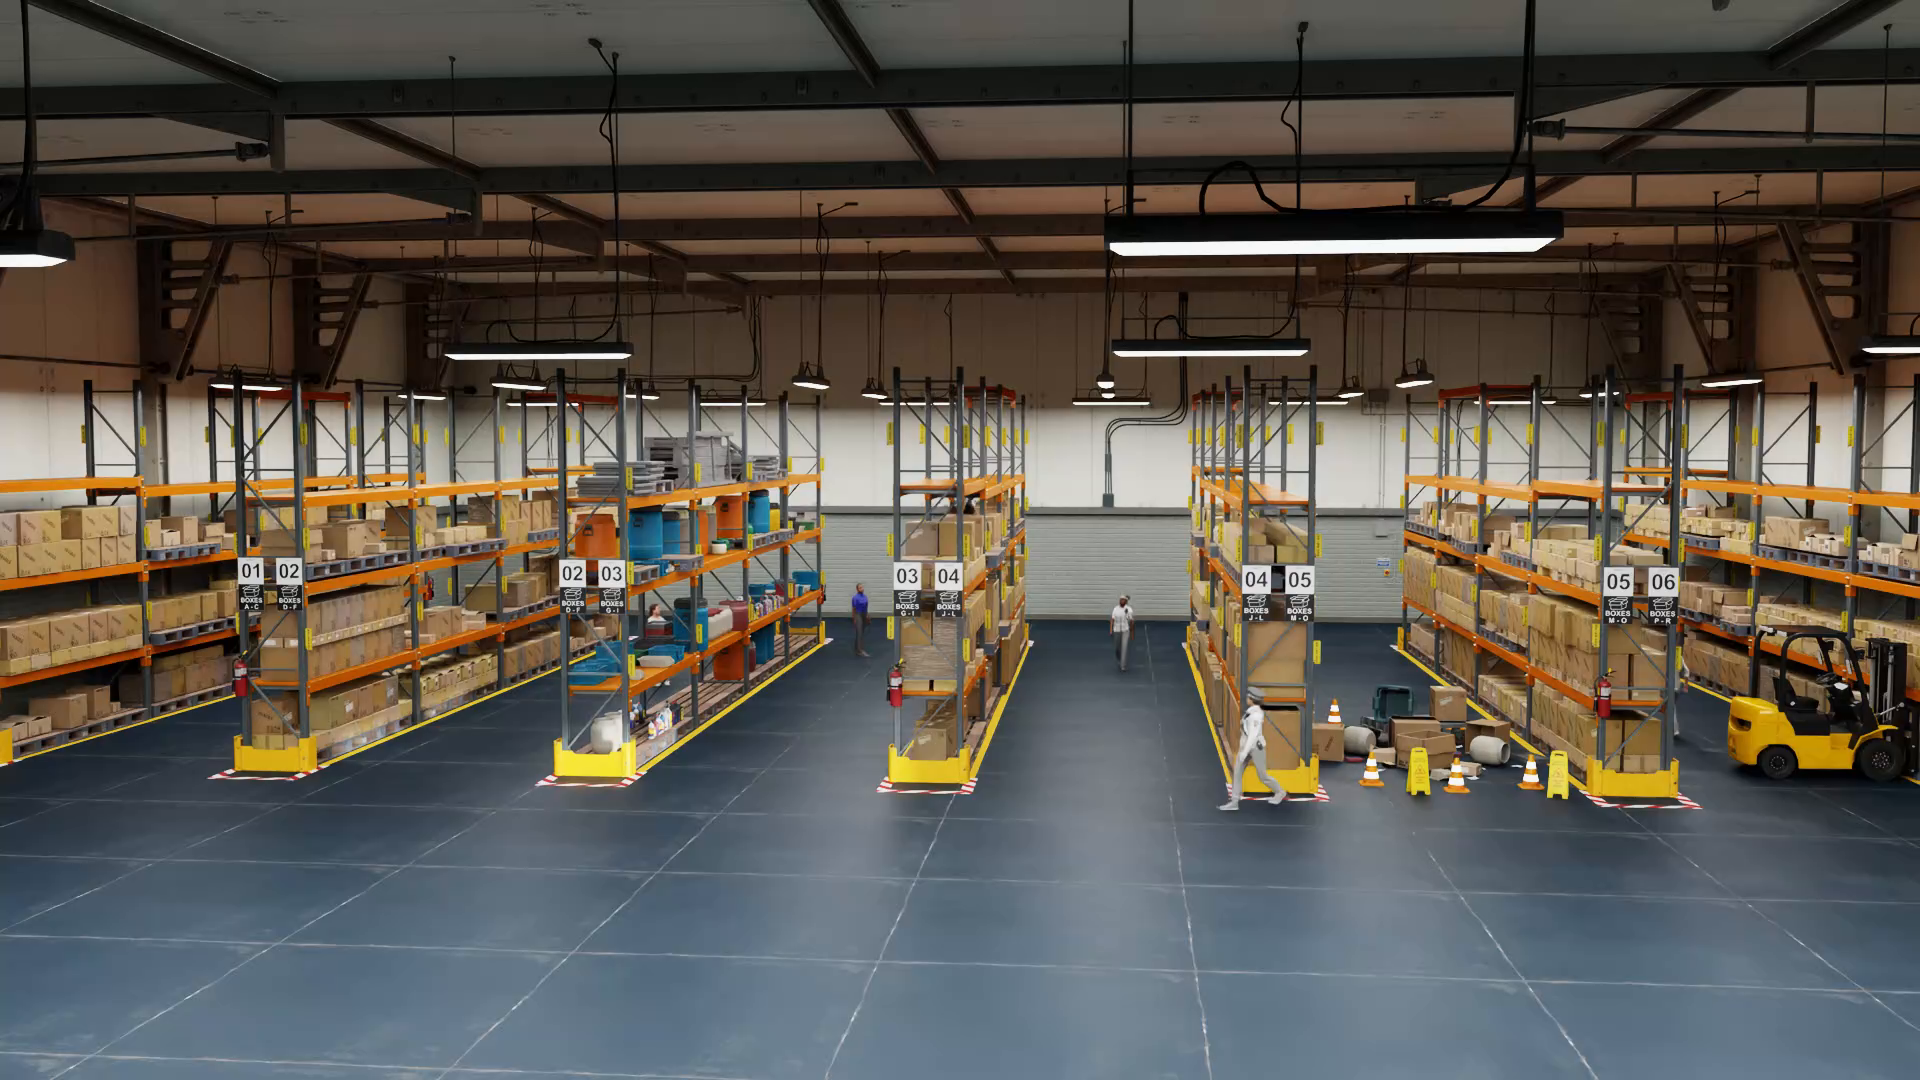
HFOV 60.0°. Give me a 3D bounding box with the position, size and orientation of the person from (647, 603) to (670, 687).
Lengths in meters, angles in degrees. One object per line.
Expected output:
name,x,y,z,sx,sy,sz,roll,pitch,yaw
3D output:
person,-6.048,2.112,33.410,0.527,1.702,0.419,-2,4,-33

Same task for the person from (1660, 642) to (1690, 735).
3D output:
person,11.934,2.495,27.976,0.643,1.580,0.893,0,4,6

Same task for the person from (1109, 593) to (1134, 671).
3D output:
person,3.486,1.950,35.742,0.519,1.641,0.928,1,4,13

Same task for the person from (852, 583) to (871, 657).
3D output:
person,-2.216,1.818,38.078,0.553,1.653,0.503,2,4,30

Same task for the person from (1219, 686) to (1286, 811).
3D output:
person,3.923,2.785,22.237,0.923,1.648,0.416,-2,4,-30
